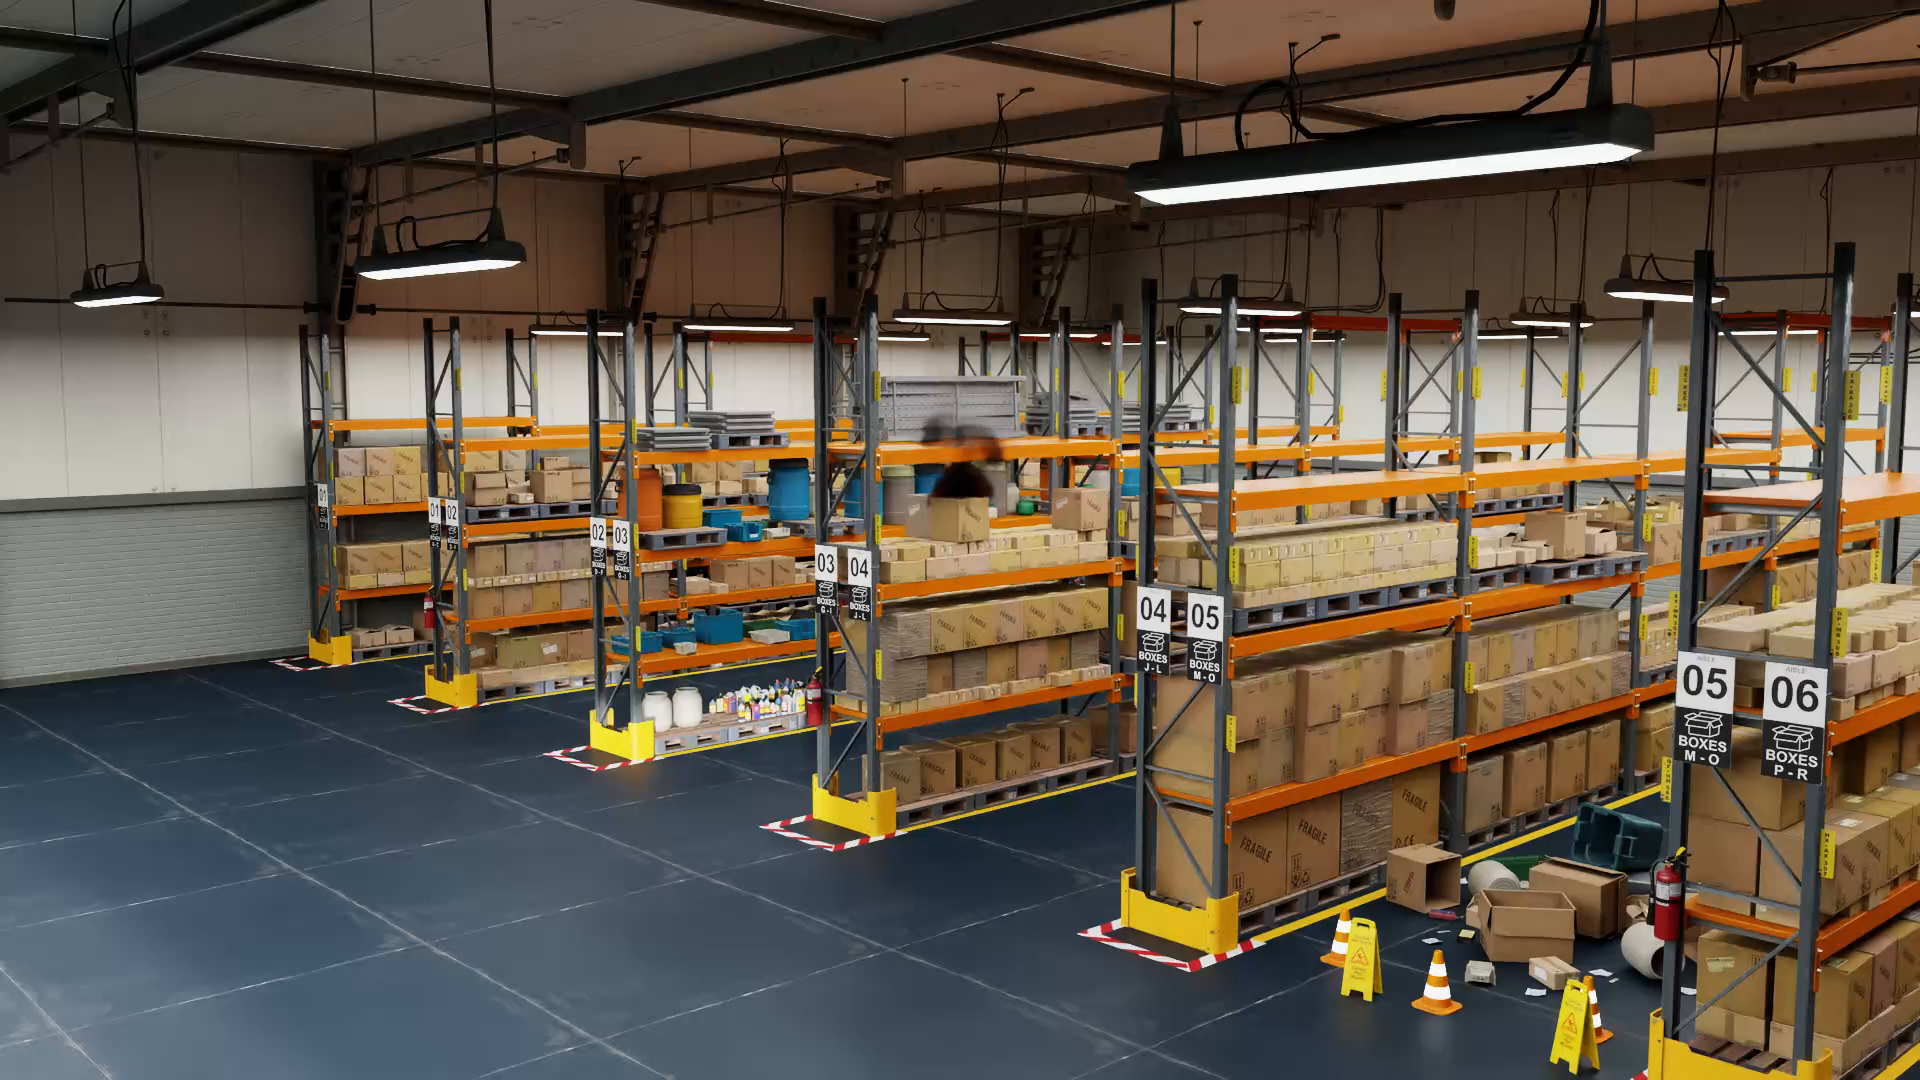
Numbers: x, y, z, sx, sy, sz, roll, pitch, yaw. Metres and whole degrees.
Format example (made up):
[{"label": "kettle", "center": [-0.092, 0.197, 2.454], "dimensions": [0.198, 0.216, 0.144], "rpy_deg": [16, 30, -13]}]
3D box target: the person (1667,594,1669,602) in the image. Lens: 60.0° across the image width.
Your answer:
[{"label": "person", "center": [11.291, 1.683, 26.277], "dimensions": [0.873, 1.725, 0.567], "rpy_deg": [-4, 7, -37]}]
